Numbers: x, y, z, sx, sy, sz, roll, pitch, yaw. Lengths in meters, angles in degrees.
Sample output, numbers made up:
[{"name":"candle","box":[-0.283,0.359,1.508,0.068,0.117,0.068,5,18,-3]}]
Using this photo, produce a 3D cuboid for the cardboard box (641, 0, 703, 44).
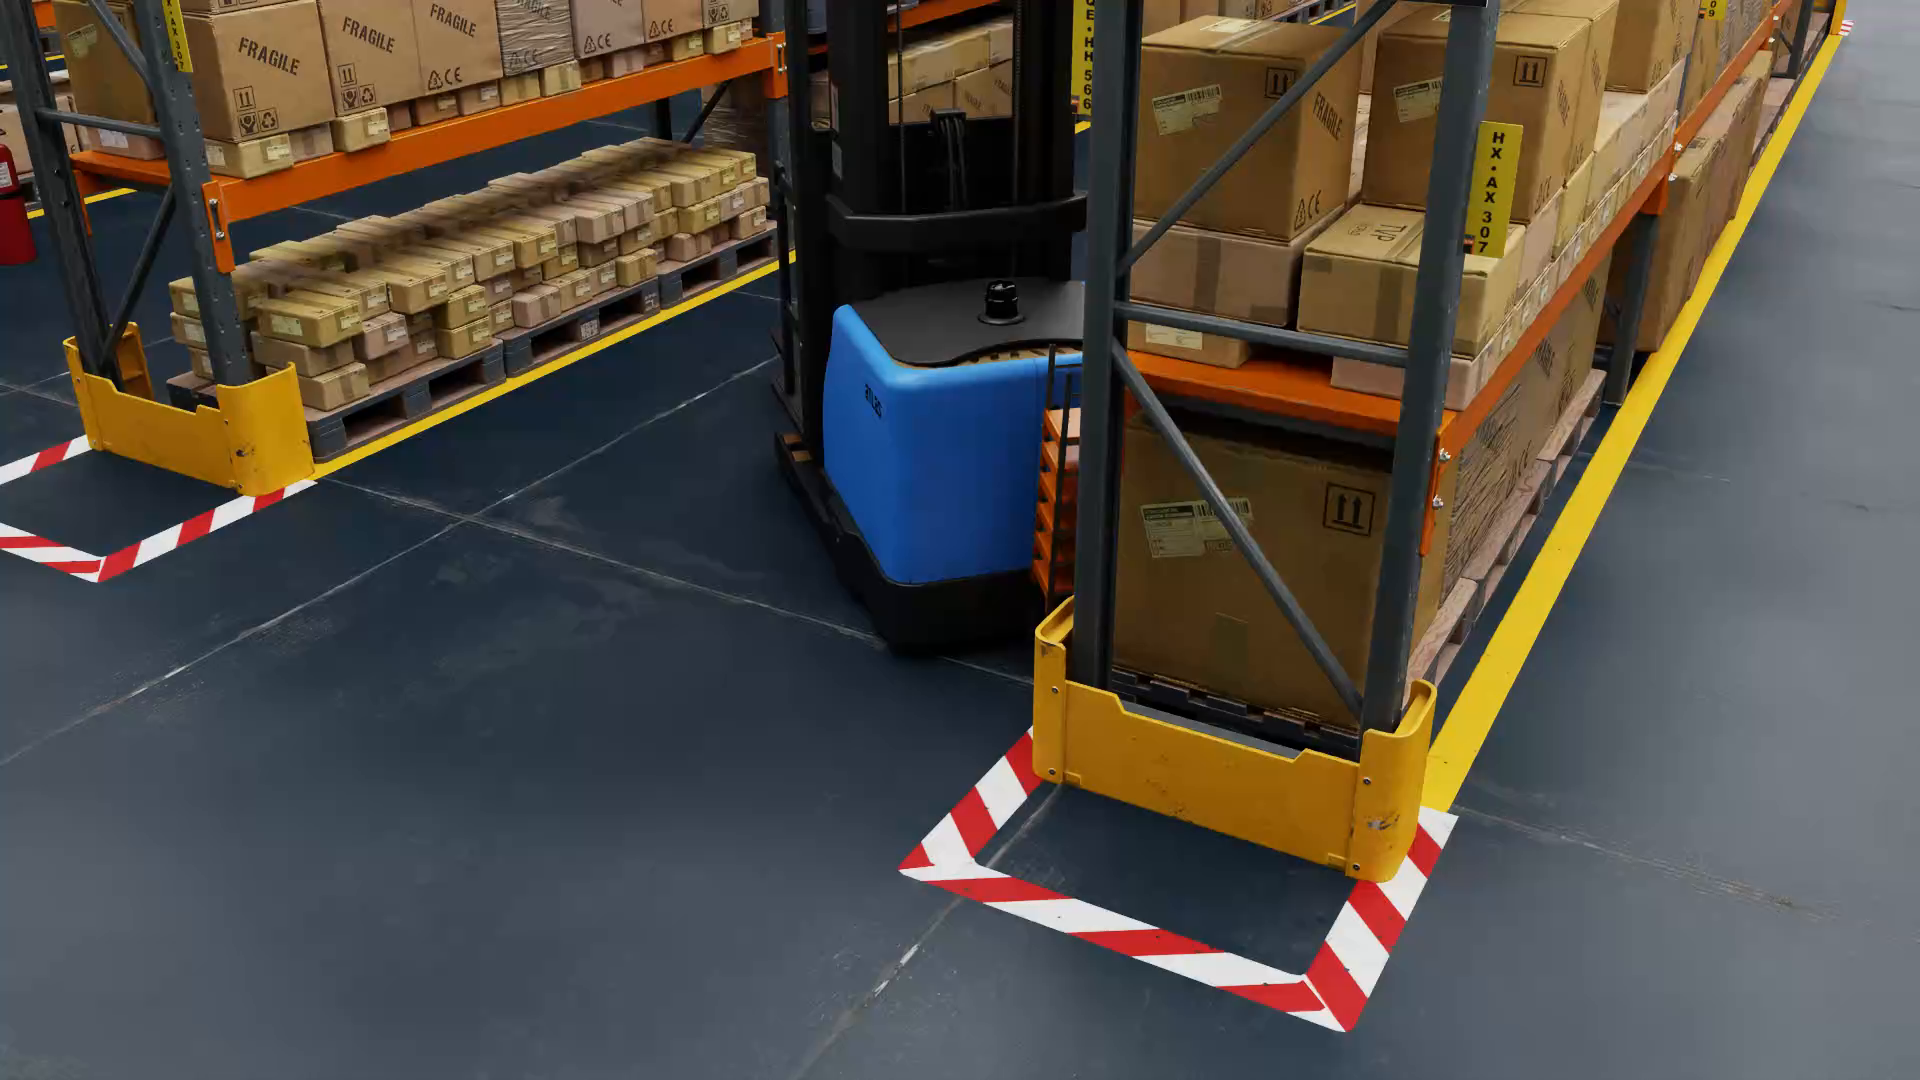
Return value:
[{"name":"cardboard box","box":[-1.738,-2.964,8.877,0.500,0.500,0.500,13,30,25]}]

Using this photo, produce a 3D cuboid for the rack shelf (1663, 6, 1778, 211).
[{"name":"rack shelf","box":[3.763,-2.566,9.328,1.077,0.370,4.000,14,30,26]}]

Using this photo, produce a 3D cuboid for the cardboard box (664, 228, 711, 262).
[{"name":"cardboard box","box":[-1.661,-1.724,9.560,0.380,0.149,0.250,13,29,24]}]

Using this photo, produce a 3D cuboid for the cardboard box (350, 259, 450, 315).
[{"name":"cardboard box","box":[-2.638,-1.193,7.833,0.380,0.149,0.250,14,30,26]}]

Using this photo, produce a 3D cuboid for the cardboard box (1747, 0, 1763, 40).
[{"name":"cardboard box","box":[4.469,-3.271,9.823,0.500,0.500,0.500,14,30,26]}]

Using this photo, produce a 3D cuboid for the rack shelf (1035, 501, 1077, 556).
[{"name":"rack shelf","box":[0.400,-0.053,5.596,0.258,0.103,0.180,-6,36,-12]}]

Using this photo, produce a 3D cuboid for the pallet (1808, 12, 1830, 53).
[{"name":"pallet","box":[8.214,-5.199,16.900,1.003,0.211,1.213,14,30,26]}]

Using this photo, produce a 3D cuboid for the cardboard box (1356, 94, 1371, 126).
[{"name":"cardboard box","box":[1.571,-1.462,6.155,0.500,0.250,0.500,14,30,26]}]

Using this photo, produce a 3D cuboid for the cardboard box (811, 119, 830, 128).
[{"name":"cardboard box","box":[-0.896,-2.539,10.794,0.500,0.500,0.500,15,30,28]}]

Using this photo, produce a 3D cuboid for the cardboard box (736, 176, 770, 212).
[{"name":"cardboard box","box":[-1.368,-2.093,9.963,0.380,0.149,0.250,15,30,27]}]

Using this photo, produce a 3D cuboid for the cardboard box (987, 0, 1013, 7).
[{"name":"cardboard box","box":[0.856,-4.198,13.829,1.050,0.750,0.750,14,30,25]}]

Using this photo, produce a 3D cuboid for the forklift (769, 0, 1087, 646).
[{"name":"forklift","box":[-0.185,-1.578,6.628,1.130,2.935,3.031,-8,28,-15]}]

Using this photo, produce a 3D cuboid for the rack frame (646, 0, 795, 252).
[{"name":"rack frame","box":[-1.490,-3.239,9.870,1.000,3.000,0.127,14,30,26]}]

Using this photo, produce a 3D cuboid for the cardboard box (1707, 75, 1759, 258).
[{"name":"cardboard box","box":[3.944,-2.294,9.887,1.225,0.875,0.875,14,30,26]}]

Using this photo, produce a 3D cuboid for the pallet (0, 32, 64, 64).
[{"name":"pallet","box":[-9.206,-4.937,16.377,1.003,0.211,1.213,14,30,26]}]

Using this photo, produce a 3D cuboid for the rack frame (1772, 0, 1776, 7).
[{"name":"rack frame","box":[4.746,-3.667,10.724,1.000,3.000,0.127,14,30,26]}]

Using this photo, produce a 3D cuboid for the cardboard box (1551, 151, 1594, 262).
[{"name":"cardboard box","box":[1.782,-1.142,5.515,0.500,0.250,0.500,13,29,24]}]

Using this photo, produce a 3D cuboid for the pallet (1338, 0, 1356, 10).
[{"name":"pallet","box":[4.088,-6.340,19.180,1.003,0.211,1.213,14,30,26]}]

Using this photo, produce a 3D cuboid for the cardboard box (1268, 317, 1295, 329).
[{"name":"cardboard box","box":[0.826,-0.750,5.177,0.380,0.149,0.250,15,30,27]}]

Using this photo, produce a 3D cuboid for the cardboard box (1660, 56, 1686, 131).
[{"name":"cardboard box","box":[2.790,-1.944,7.117,0.500,0.250,0.500,14,30,25]}]

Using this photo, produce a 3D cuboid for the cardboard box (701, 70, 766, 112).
[{"name":"cardboard box","box":[-1.344,-2.991,10.859,0.500,0.250,0.500,13,30,25]}]

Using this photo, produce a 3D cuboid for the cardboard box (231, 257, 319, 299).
[{"name":"cardboard box","box":[-3.244,-1.207,7.861,0.380,0.149,0.250,15,30,27]}]

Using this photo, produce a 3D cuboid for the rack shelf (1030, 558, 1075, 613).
[{"name":"rack shelf","box":[0.391,0.143,5.734,0.258,0.103,0.180,-6,36,-12]}]

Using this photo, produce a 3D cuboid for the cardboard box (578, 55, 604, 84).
[{"name":"cardboard box","box":[-2.070,-2.454,8.582,0.380,0.149,0.250,14,30,25]}]

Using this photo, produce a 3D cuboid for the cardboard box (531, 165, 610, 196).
[{"name":"cardboard box","box":[-2.217,-2.019,9.484,0.380,0.149,0.250,13,30,25]}]

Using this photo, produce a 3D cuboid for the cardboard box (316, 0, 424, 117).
[{"name":"cardboard box","box":[-2.755,-2.187,7.323,0.500,0.500,0.500,14,30,26]}]

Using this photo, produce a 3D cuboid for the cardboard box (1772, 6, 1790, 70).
[{"name":"cardboard box","box":[6.946,-4.443,14.597,0.500,0.500,0.500,13,29,25]}]

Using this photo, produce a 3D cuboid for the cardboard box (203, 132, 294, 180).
[{"name":"cardboard box","box":[-3.013,-1.622,6.920,0.380,0.149,0.250,14,30,26]}]

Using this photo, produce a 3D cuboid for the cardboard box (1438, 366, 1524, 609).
[{"name":"cardboard box","box":[1.504,-0.408,6.119,0.875,0.875,0.875,14,30,26]}]

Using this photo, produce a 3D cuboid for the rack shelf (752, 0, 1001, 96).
[{"name":"rack shelf","box":[-0.506,-3.697,11.588,1.077,0.370,4.000,14,30,26]}]

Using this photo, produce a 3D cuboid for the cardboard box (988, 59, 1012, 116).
[{"name":"cardboard box","box":[0.123,-3.353,12.420,0.500,0.500,0.500,16,31,28]}]

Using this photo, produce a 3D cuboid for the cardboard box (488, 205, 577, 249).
[{"name":"cardboard box","box":[-2.234,-1.625,8.697,0.380,0.149,0.250,14,30,26]}]

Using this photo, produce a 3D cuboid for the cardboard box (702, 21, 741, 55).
[{"name":"cardboard box","box":[-1.458,-2.840,9.353,0.380,0.149,0.250,13,30,25]}]

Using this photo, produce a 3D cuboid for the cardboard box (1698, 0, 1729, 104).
[{"name":"cardboard box","box":[3.469,-2.473,8.227,0.500,0.500,0.500,14,30,26]}]

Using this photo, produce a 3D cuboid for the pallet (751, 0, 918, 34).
[{"name":"pallet","box":[-0.987,-3.419,10.444,1.003,0.211,1.213,14,30,26]}]

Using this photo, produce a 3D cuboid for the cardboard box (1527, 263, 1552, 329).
[{"name":"cardboard box","box":[1.651,-0.804,5.286,0.380,0.149,0.250,14,30,25]}]

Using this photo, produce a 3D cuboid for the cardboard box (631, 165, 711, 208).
[{"name":"cardboard box","box":[-1.646,-2.016,9.476,0.380,0.149,0.250,14,30,26]}]

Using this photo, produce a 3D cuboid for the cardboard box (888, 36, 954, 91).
[{"name":"cardboard box","box":[-0.382,-3.280,11.438,0.500,0.250,0.500,15,30,28]}]

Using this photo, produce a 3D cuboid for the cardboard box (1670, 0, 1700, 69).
[{"name":"cardboard box","box":[2.785,-2.271,6.933,0.500,0.500,0.500,15,30,28]}]

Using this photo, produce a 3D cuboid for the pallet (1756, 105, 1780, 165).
[{"name":"pallet","box":[5.733,-3.198,12.902,1.003,0.211,1.213,14,30,26]}]

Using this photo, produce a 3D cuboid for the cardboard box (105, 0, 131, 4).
[{"name":"cardboard box","box":[-3.449,-2.538,6.909,0.500,0.500,0.500,14,30,25]}]

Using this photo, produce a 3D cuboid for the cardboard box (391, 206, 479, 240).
[{"name":"cardboard box","box":[-2.735,-1.618,8.682,0.380,0.149,0.250,13,29,24]}]

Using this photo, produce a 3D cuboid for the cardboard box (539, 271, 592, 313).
[{"name":"cardboard box","box":[-2.172,-1.333,8.778,0.380,0.149,0.250,14,30,26]}]

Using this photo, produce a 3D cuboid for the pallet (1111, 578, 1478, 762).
[{"name":"pallet","box":[1.136,0.369,5.777,1.003,0.211,1.213,14,30,26]}]

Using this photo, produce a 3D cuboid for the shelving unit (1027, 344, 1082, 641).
[{"name":"shelving unit","box":[0.402,-0.090,5.570,0.258,1.200,0.189,-6,36,-12]}]

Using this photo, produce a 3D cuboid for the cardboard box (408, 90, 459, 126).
[{"name":"cardboard box","box":[-2.582,-2.055,7.785,0.380,0.149,0.250,14,30,26]}]

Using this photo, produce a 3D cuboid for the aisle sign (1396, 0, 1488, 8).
[{"name":"aisle sign","box":[1.037,-1.617,3.726,0.394,0.787,0.004,14,30,26]}]

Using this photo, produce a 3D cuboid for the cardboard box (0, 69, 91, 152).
[{"name":"cardboard box","box":[-6.252,-3.111,12.007,0.875,0.438,0.875,14,30,25]}]

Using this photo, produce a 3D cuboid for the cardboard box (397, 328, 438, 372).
[{"name":"cardboard box","box":[-2.748,-0.946,8.004,0.380,0.149,0.250,15,30,27]}]

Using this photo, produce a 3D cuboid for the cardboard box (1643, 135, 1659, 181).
[{"name":"cardboard box","box":[2.661,-1.604,6.884,0.380,0.149,0.250,14,30,25]}]

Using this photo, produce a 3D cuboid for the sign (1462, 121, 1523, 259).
[{"name":"sign","box":[1.291,-0.847,4.035,0.100,0.325,0.005,14,30,26]}]

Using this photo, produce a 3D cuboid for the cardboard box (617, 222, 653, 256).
[{"name":"cardboard box","box":[-1.924,-1.696,9.171,0.380,0.149,0.250,15,30,27]}]

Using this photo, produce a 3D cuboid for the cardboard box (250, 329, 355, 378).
[{"name":"cardboard box","box":[-2.976,-0.874,7.529,0.380,0.149,0.250,16,31,28]}]

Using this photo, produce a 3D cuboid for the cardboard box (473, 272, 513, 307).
[{"name":"cardboard box","box":[-2.481,-1.284,8.347,0.380,0.149,0.250,13,29,24]}]

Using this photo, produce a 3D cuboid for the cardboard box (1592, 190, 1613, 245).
[{"name":"cardboard box","box":[2.156,-1.205,6.086,0.380,0.149,0.250,15,30,27]}]

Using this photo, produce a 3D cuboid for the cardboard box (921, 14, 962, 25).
[{"name":"cardboard box","box":[-0.322,-3.791,12.457,0.500,0.250,0.500,14,30,25]}]
